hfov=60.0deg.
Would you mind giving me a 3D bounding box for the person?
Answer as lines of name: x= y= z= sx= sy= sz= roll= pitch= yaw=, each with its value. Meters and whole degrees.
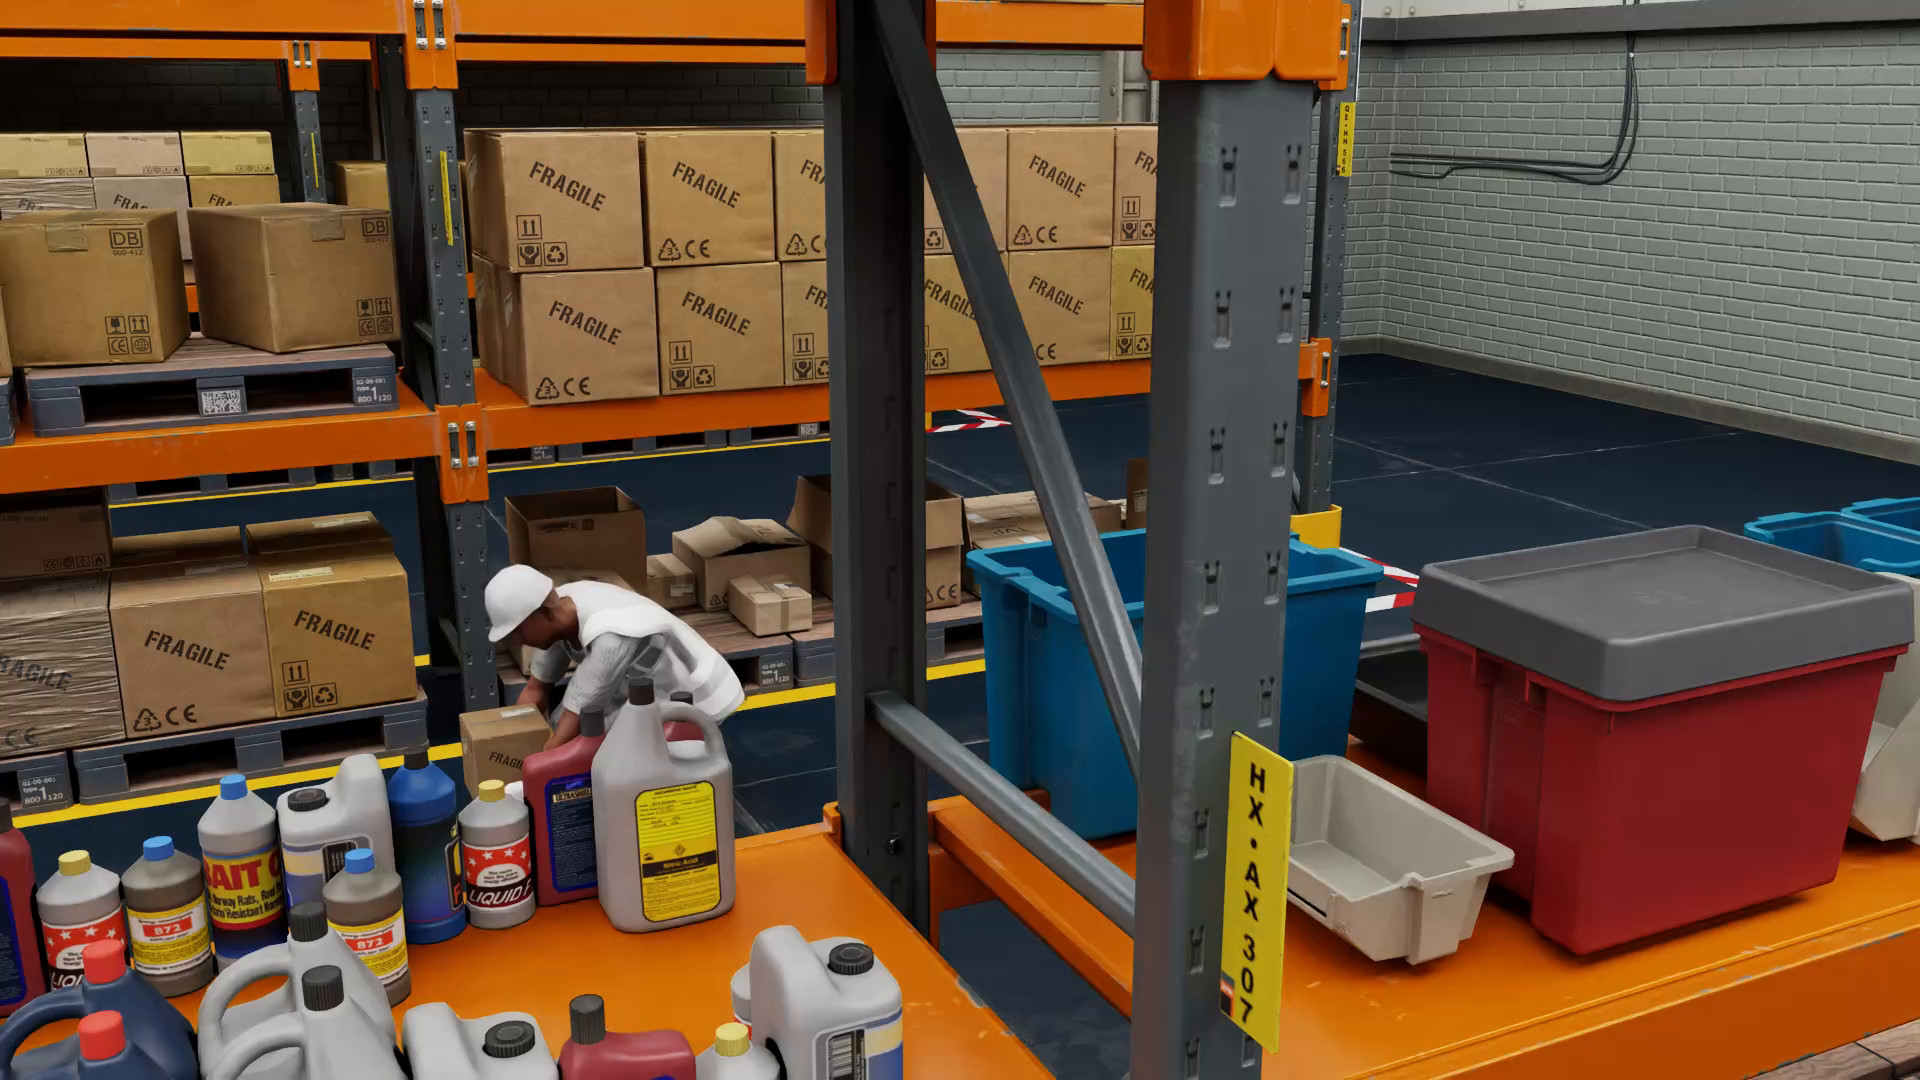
person: x=-1.180 y=0.520 z=5.586 sx=0.903 sy=0.991 sz=0.576 roll=-7 pitch=17 yaw=-25
